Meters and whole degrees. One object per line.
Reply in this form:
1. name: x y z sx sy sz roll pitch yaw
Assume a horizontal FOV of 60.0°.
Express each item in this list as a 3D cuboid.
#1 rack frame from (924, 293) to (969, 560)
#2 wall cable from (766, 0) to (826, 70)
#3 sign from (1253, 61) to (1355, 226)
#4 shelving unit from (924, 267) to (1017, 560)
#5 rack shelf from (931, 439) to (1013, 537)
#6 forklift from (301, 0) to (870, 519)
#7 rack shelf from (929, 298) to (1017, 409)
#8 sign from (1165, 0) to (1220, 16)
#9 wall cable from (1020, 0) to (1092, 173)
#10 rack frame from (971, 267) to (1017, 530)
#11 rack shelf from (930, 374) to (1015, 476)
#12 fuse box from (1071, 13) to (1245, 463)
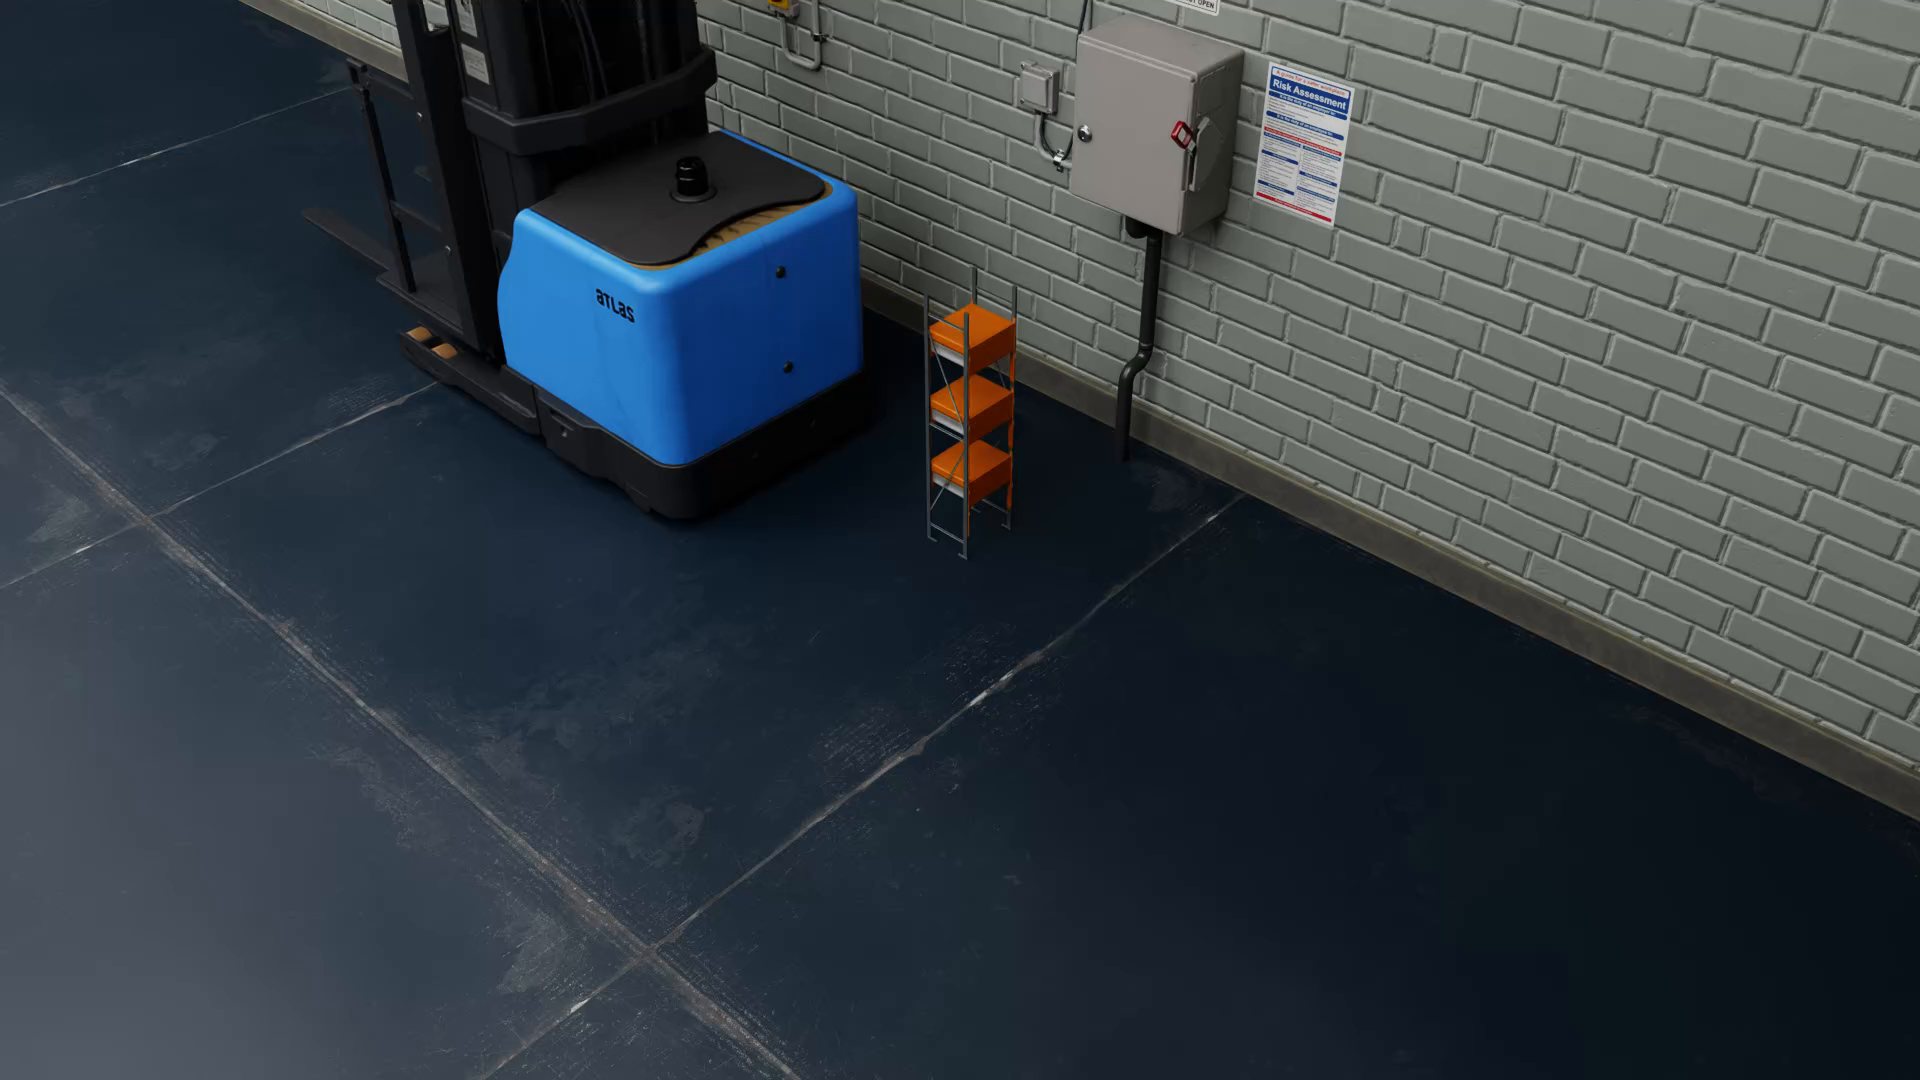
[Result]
1. rack frame: -0.046 -0.379 5.884 0.200 1.050 0.008 30 47 32
2. wall cable: -0.809 -2.835 6.564 0.585 1.953 0.123 30 47 32
3. sign: 1.148 -1.327 5.585 0.329 0.494 0.001 30 47 32
4. shelving unit: 0.036 -0.436 5.954 0.215 1.050 0.252 30 47 32
5. rack shelf: 0.036 -0.210 6.134 0.215 0.259 0.240 30 47 32
6. forklift: -1.781 -2.026 6.443 3.031 2.935 1.130 31 48 33
7. rack shelf: 0.036 -0.649 5.784 0.215 0.259 0.240 30 47 32
8. sign: 0.742 -1.918 5.589 0.339 0.242 0.001 30 47 32
9. wall cable: 0.246 -2.233 5.832 0.588 1.984 0.122 30 47 32
10. rack frame: 0.118 -0.492 6.025 0.200 1.050 0.008 30 47 32
11. rack shelf: 0.036 -0.427 5.961 0.215 0.259 0.240 30 47 32
12. fuse box: 0.644 -0.972 6.098 0.539 1.711 0.414 30 47 32
